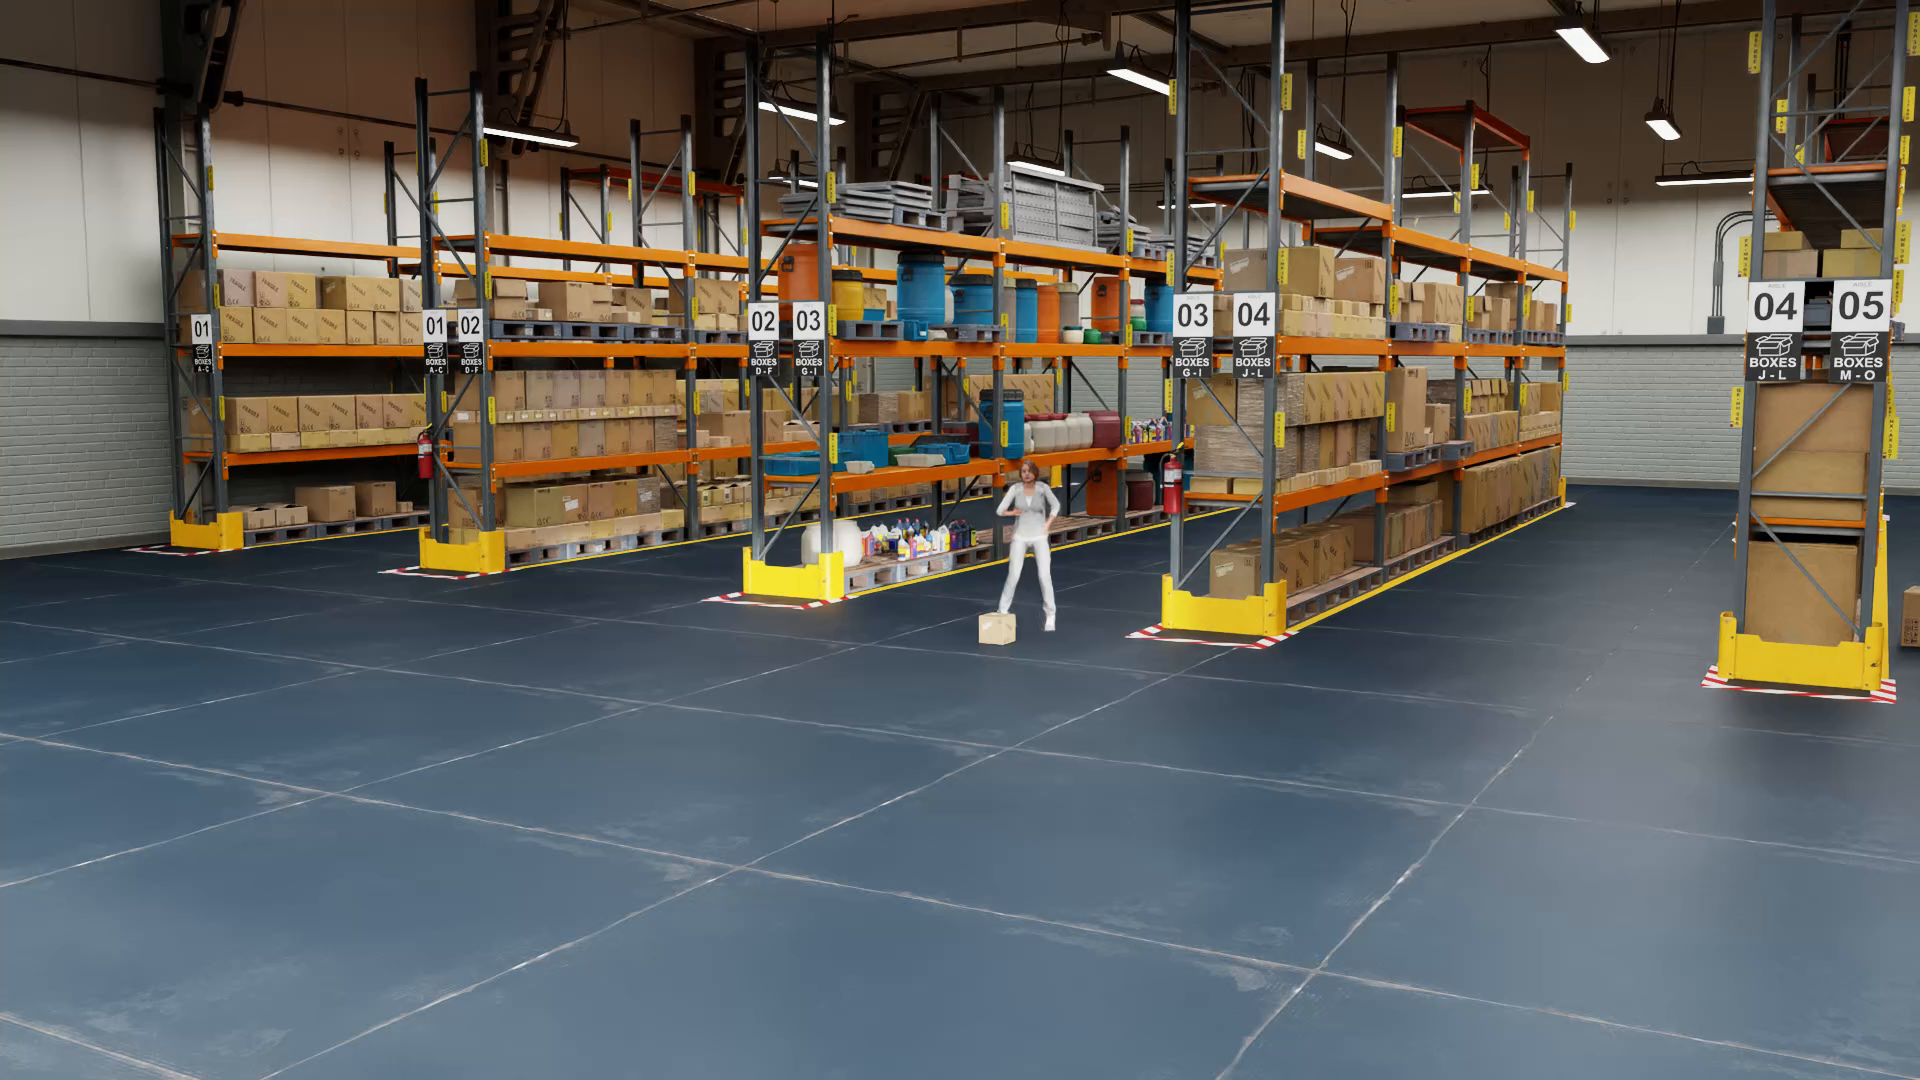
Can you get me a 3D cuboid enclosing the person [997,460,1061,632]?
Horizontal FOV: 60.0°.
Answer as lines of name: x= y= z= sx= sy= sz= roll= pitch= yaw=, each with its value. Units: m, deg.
person: x=0.659 y=0.060 z=15.965 sx=0.614 sy=1.659 sz=0.486 roll=0 pitch=6 yaw=3
